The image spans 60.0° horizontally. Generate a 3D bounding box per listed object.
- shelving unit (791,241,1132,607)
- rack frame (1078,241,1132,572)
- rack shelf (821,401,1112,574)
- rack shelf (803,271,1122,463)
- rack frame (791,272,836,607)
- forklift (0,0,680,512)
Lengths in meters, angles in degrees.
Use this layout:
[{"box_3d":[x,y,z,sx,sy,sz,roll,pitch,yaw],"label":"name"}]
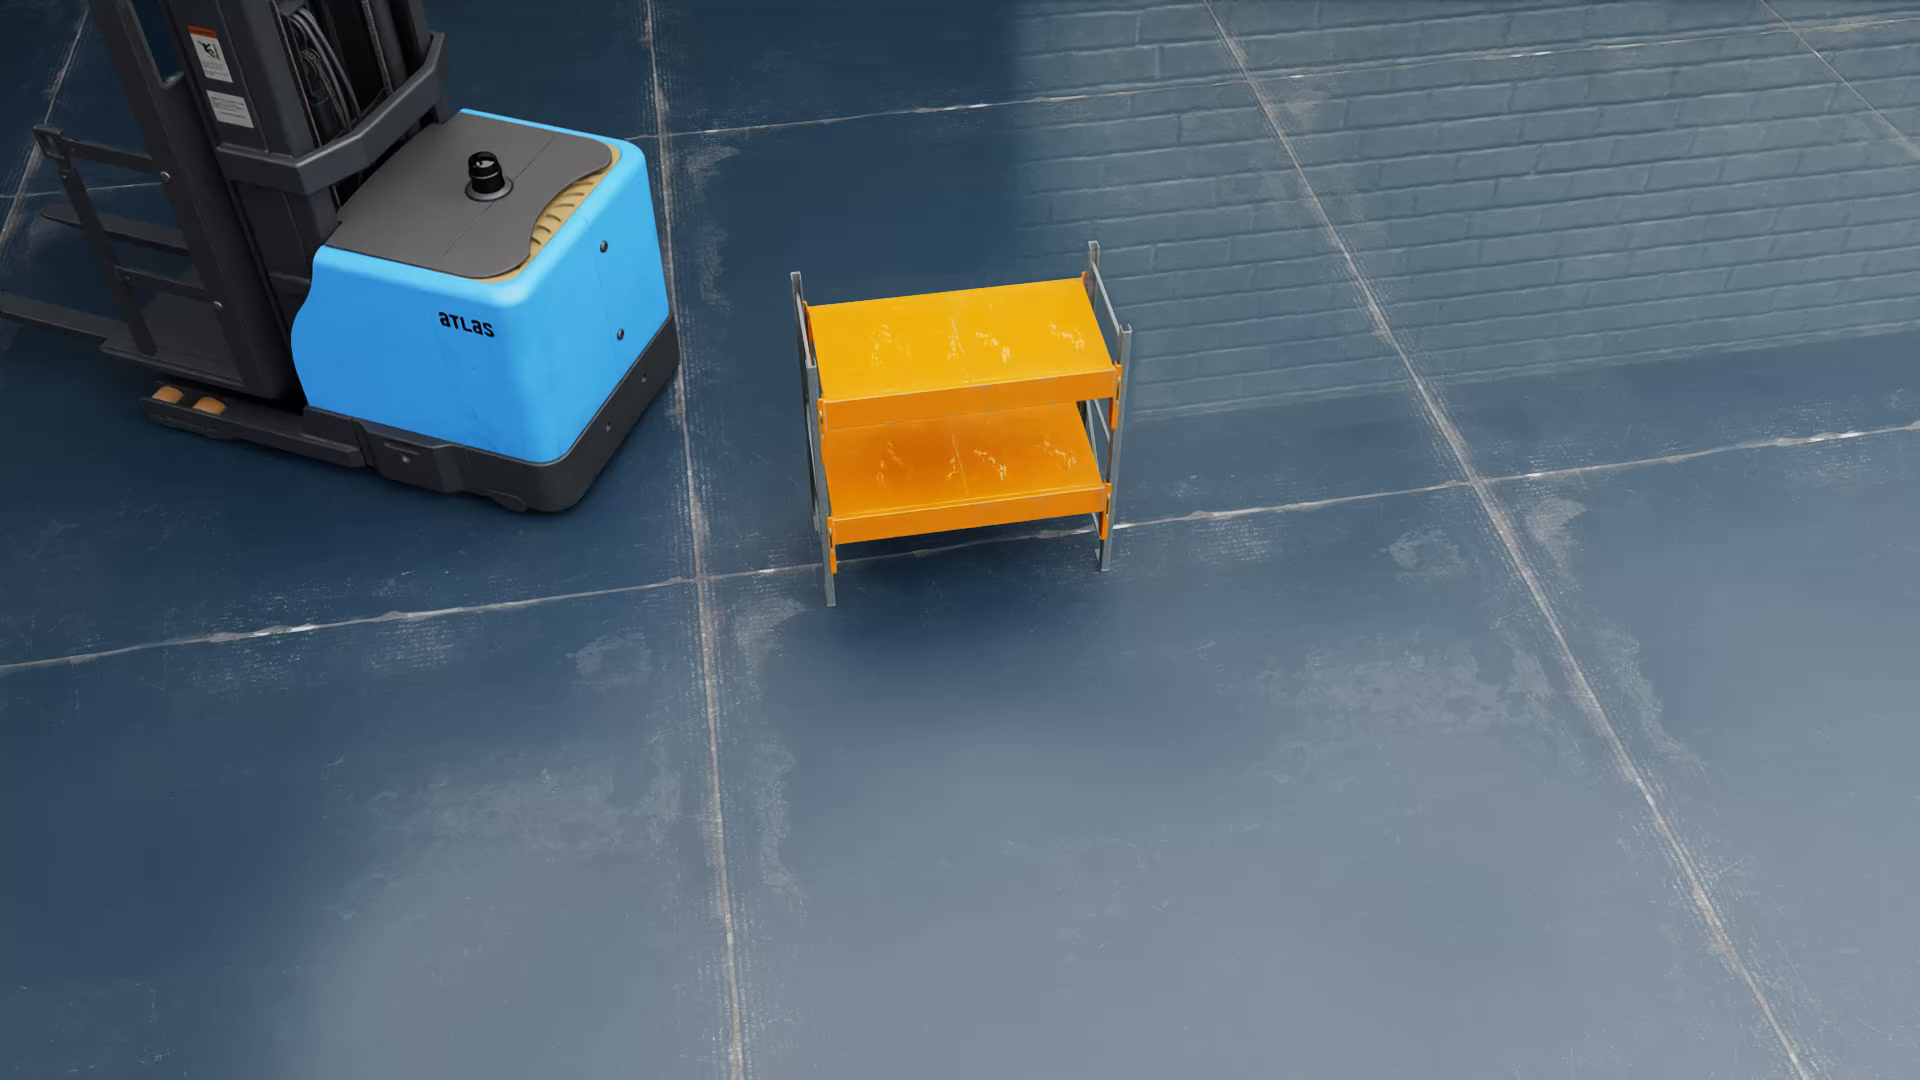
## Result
[{"box_3d":[-0.007,-0.389,5.844,1.048,1.125,0.538,-7,46,-7],"label":"shelving unit"},{"box_3d":[0.494,-0.452,5.904,0.032,1.125,0.500,-7,46,-7],"label":"rack frame"},{"box_3d":[-0.007,-0.220,6.020,1.000,0.278,0.538,-7,46,-7],"label":"rack shelf"},{"box_3d":[-0.007,-0.593,5.633,1.000,0.278,0.538,-7,46,-7],"label":"rack shelf"},{"box_3d":[-0.508,-0.327,5.784,0.032,1.125,0.500,-7,46,-7],"label":"rack frame"},{"box_3d":[-2.731,-1.767,5.917,3.031,2.935,1.130,14,48,13],"label":"forklift"}]
